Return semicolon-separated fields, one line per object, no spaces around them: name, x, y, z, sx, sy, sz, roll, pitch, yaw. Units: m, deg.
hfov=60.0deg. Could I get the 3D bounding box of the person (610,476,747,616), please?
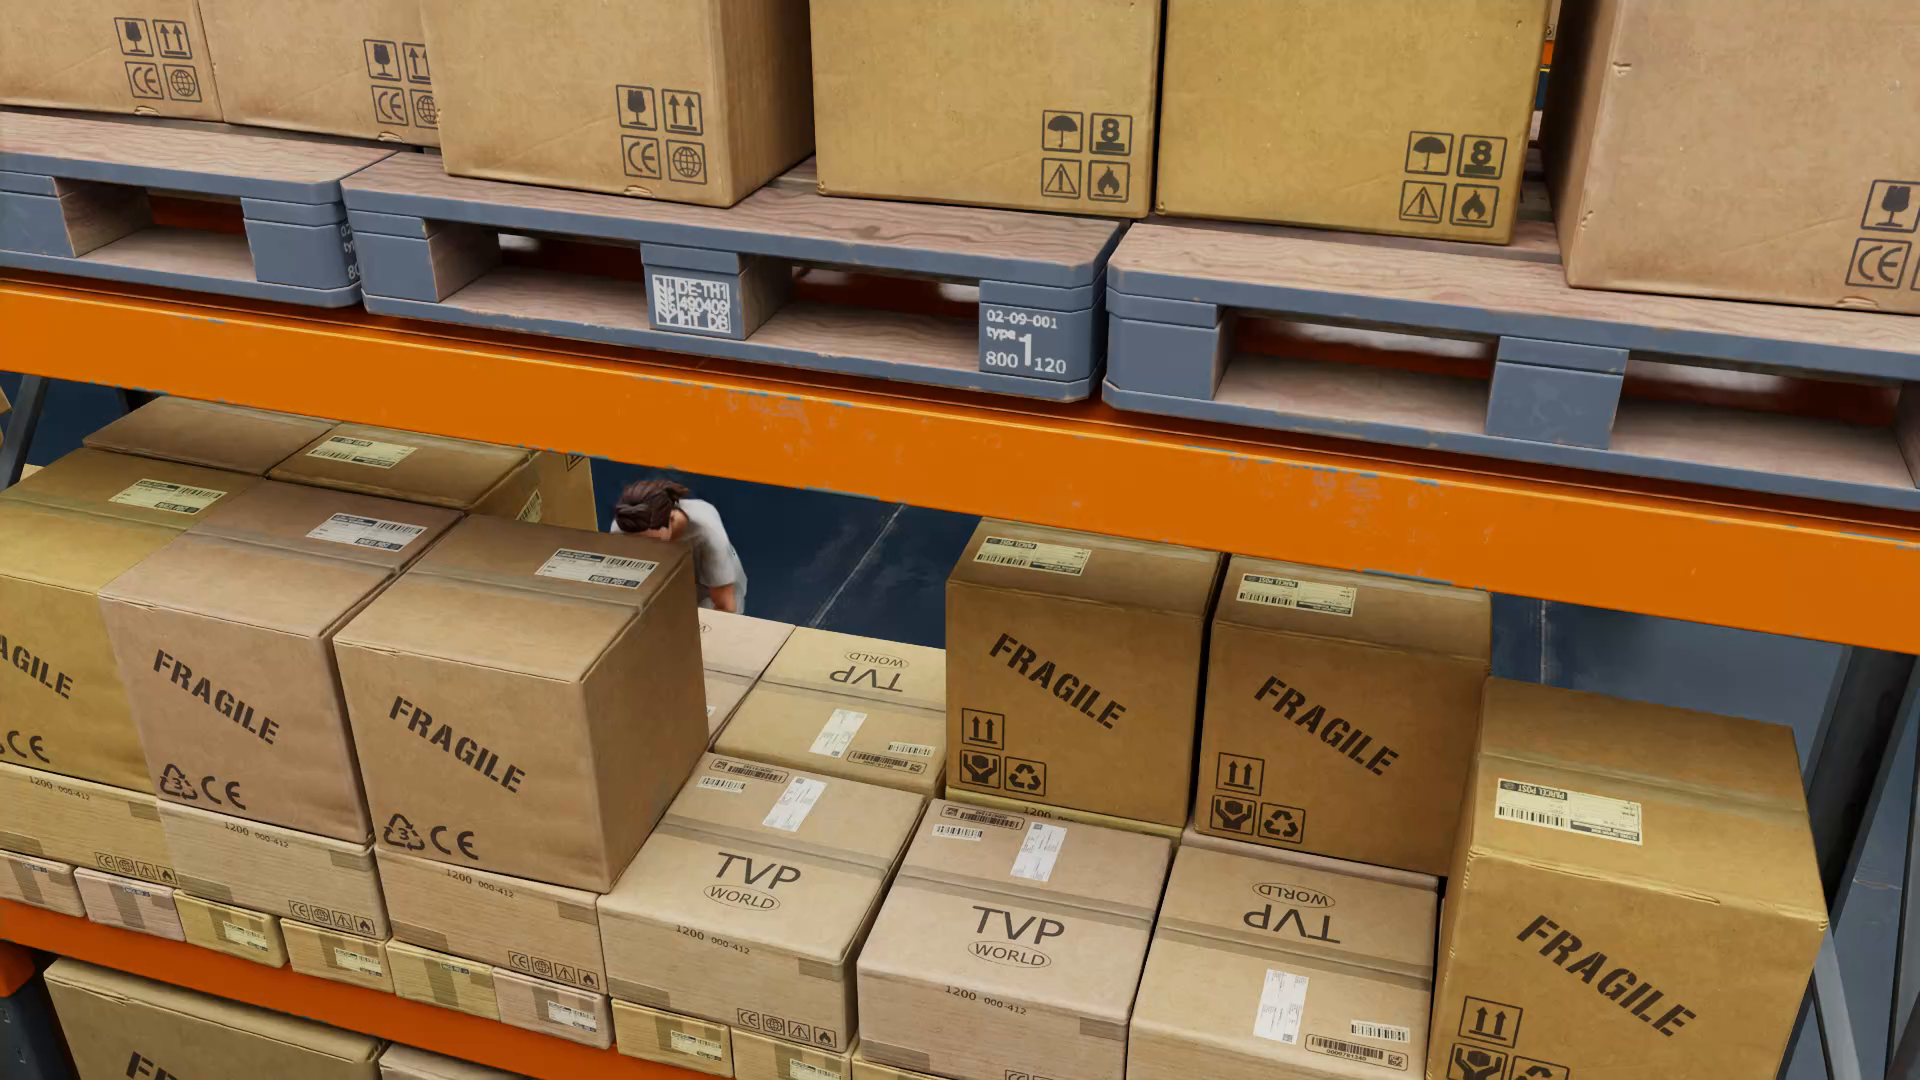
person;-0.983;0.290;5.966;0.491;1.333;0.667;9;30;15
